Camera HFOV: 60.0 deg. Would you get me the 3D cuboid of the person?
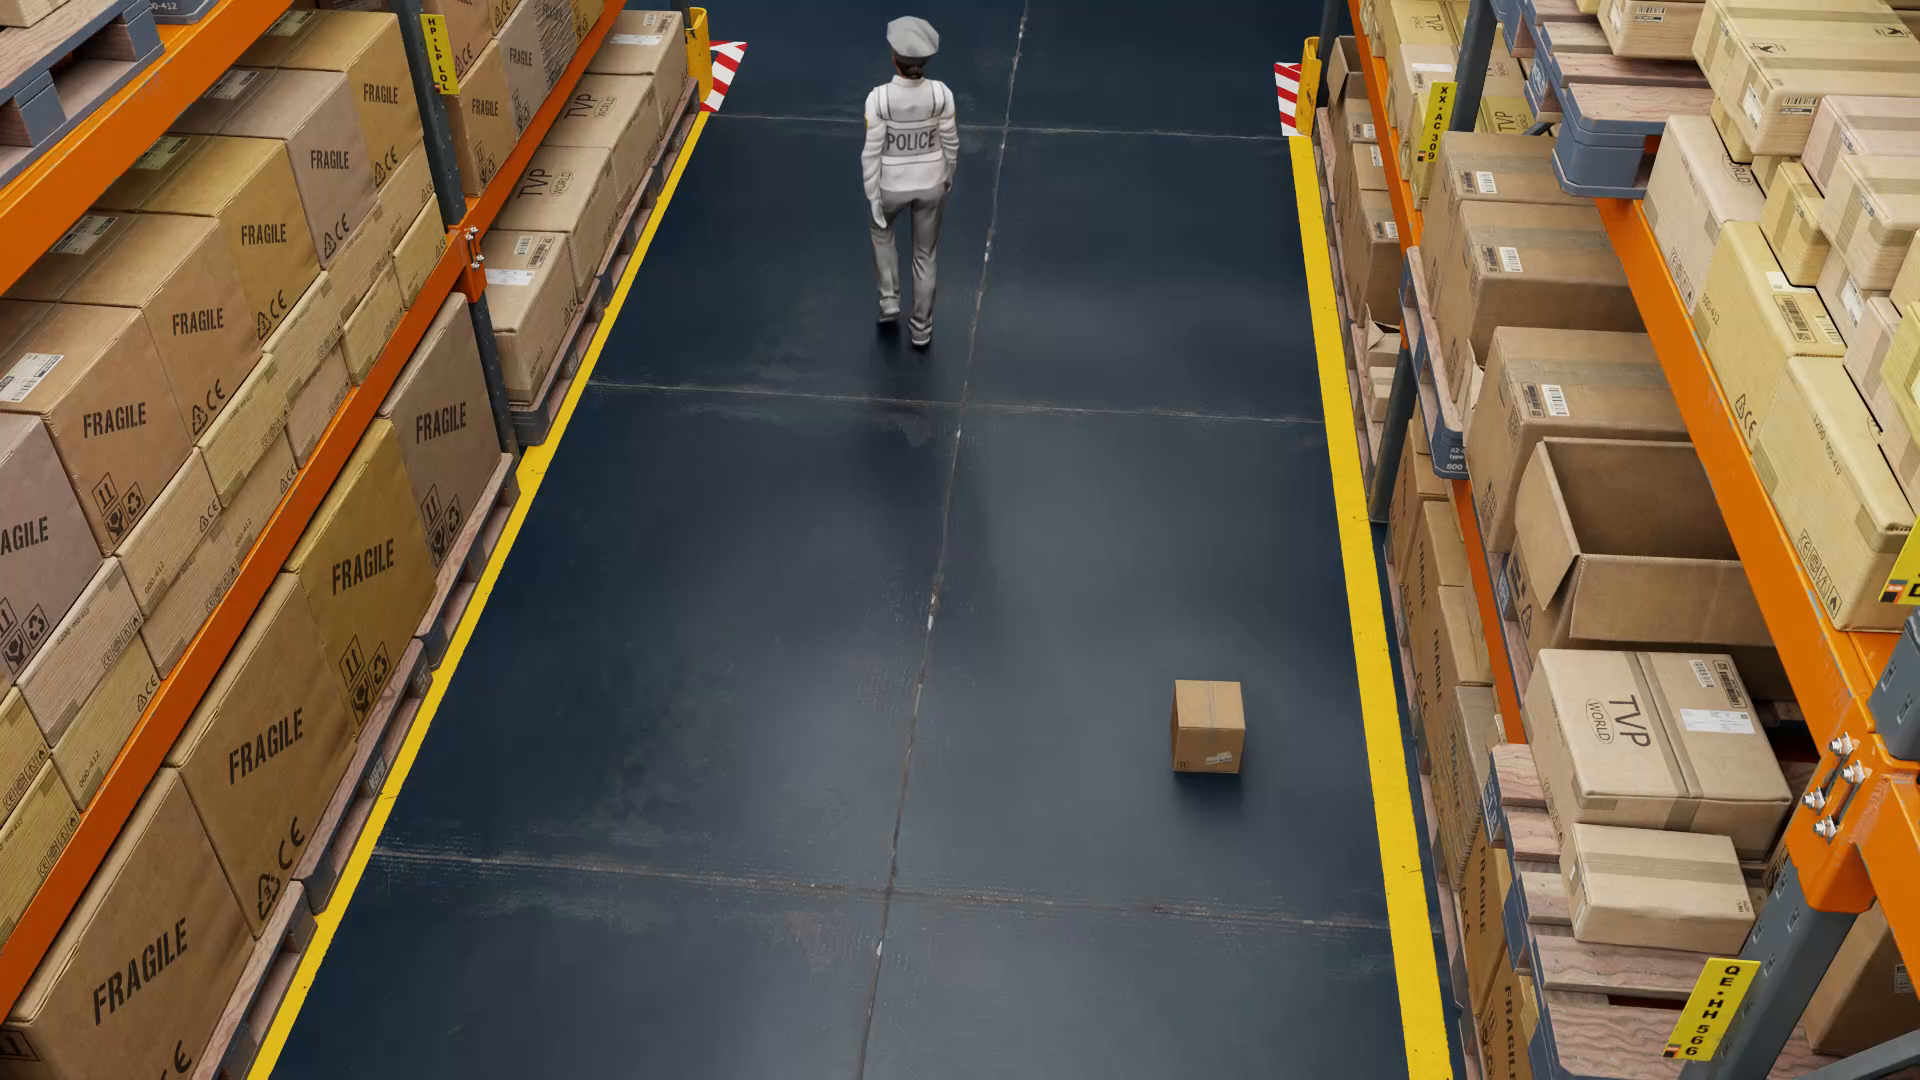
[{"bbox_3d":[-3.428,0.485,5.164,7.740,2.202,7.075,-5,41,-6],"label":"person"}]
